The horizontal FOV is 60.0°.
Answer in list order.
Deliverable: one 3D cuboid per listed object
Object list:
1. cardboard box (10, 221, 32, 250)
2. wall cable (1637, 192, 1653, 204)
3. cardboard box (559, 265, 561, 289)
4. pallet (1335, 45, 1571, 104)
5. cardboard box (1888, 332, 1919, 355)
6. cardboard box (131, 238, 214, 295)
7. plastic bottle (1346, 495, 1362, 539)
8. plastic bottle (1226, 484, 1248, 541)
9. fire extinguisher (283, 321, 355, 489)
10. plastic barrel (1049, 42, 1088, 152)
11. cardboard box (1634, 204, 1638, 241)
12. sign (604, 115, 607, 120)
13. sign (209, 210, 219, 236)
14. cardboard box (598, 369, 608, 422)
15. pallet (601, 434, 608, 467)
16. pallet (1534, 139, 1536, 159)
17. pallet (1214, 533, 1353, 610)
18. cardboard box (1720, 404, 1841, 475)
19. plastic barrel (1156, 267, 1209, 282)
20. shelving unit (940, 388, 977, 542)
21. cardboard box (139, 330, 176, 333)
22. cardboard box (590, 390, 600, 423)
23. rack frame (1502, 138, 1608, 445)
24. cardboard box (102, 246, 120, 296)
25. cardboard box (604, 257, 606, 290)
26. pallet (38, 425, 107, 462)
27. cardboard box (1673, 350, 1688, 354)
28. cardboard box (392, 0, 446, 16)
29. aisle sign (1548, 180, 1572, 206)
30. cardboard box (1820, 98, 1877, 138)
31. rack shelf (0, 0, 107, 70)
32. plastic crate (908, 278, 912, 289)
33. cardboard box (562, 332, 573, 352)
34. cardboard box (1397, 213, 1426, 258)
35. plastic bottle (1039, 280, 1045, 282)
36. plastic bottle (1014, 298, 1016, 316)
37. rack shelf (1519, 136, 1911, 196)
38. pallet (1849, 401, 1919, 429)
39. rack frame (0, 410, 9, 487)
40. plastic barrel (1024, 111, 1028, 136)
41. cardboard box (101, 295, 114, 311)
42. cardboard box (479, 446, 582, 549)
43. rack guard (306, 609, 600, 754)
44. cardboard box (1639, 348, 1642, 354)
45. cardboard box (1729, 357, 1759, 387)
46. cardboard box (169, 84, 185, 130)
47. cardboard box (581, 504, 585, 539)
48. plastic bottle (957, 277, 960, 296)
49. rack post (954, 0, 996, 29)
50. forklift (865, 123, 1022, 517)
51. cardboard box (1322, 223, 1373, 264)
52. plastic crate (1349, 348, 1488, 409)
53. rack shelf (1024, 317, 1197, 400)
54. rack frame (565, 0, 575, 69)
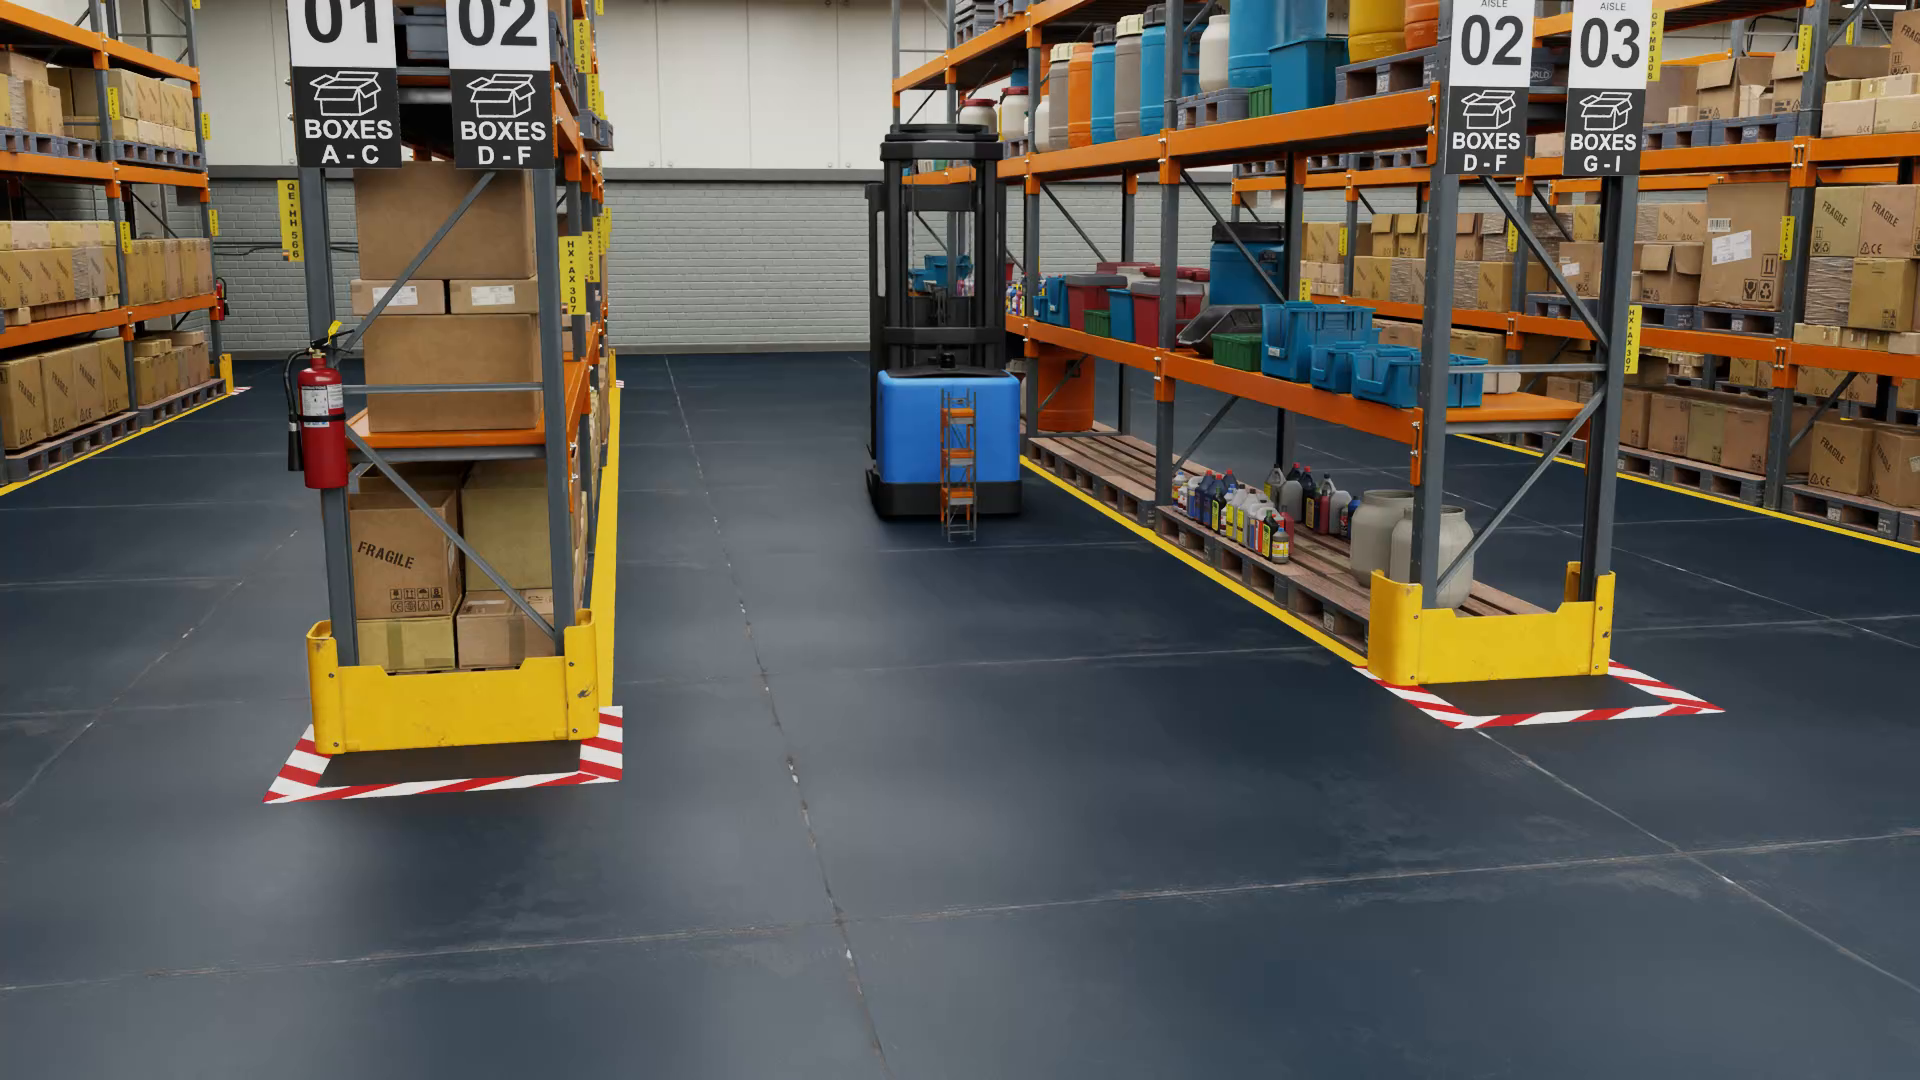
[{"bbox_3d":[-8.531,-2.681,14.639,0.500,0.250,0.500,-2,11,-12],"label":"cardboard box"},{"bbox_3d":[13.031,-5.832,31.516,0.585,1.953,0.123,-2,11,-11],"label":"wall cable"},{"bbox_3d":[-2.495,-1.503,9.567,0.380,0.149,0.250,-2,11,-11],"label":"cardboard box"},{"bbox_3d":[2.619,-2.346,8.481,1.003,0.211,1.213,-2,11,-11],"label":"pallet"},{"bbox_3d":[6.689,-1.365,11.520,0.380,0.149,0.250,-2,11,-11],"label":"cardboard box"},{"bbox_3d":[-10.037,-3.438,20.935,0.980,0.700,0.700,-2,11,-8],"label":"cardboard box"},{"bbox_3d":[2.511,-0.148,10.570,0.097,0.271,0.097,0,11,0],"label":"plastic bottle"},{"bbox_3d":[1.775,-0.182,10.540,0.144,0.351,0.185,-2,11,-11],"label":"plastic bottle"},{"bbox_3d":[-2.608,-0.554,6.789,0.296,0.674,0.183,-2,11,-11],"label":"fire extinguisher"},{"bbox_3d":[1.075,-3.838,14.476,0.600,0.901,0.600,0,11,0],"label":"plastic barrel"},{"bbox_3d":[9.428,-4.399,23.047,0.500,0.500,0.500,-2,11,-13],"label":"cardboard box"},{"bbox_3d":[-4.739,-5.490,22.126,0.100,0.325,0.005,-2,11,-11],"label":"sign"},{"bbox_3d":[-9.611,-4.086,21.412,0.100,0.325,0.005,-2,11,-11],"label":"sign"},{"bbox_3d":[-3.847,-1.463,16.869,0.500,0.500,0.500,-3,11,-13],"label":"cardboard box"},{"bbox_3d":[-3.840,-0.866,15.681,1.003,0.211,1.213,-2,11,-11],"label":"pallet"},{"bbox_3d":[5.809,-3.954,16.930,1.213,0.211,1.003,-2,11,-8],"label":"pallet"},{"bbox_3d":[2.236,0.176,10.209,1.003,0.211,1.213,-2,11,-11],"label":"pallet"},{"bbox_3d":[6.666,-0.825,13.517,0.700,0.500,0.500,-3,11,-15],"label":"cardboard box"},{"bbox_3d":[1.792,-1.928,13.440,0.433,0.535,0.433,0,11,0],"label":"plastic barrel"},{"bbox_3d":[-0.010,-0.526,11.650,0.215,1.050,0.252,-2,11,-11],"label":"shelving unit"},{"bbox_3d":[-10.132,-2.572,21.013,0.380,0.149,0.250,-2,11,-11],"label":"cardboard box"},{"bbox_3d":[-3.388,-1.141,14.401,0.500,0.311,0.500,-2,11,-10],"label":"cardboard box"},{"bbox_3d":[5.986,-2.457,16.583,1.000,3.000,0.127,-2,11,-11],"label":"rack frame"},{"bbox_3d":[-9.031,-2.780,17.162,0.500,0.500,0.500,-2,11,-12],"label":"cardboard box"},{"bbox_3d":[-4.640,-3.262,20.547,0.500,0.500,0.500,-2,11,-12],"label":"cardboard box"},{"bbox_3d":[-8.903,-0.917,15.951,1.003,0.211,1.213,-2,11,-11],"label":"pallet"},{"bbox_3d":[9.680,-2.552,21.991,0.380,0.149,0.250,-2,11,-10],"label":"cardboard box"},{"bbox_3d":[-2.283,-2.535,7.197,0.797,0.503,0.637,-1,11,-7],"label":"cardboard box"},{"bbox_3d":[9.007,-5.366,24.912,0.394,0.787,0.004,-2,11,-11],"label":"aisle sign"},{"bbox_3d":[6.600,-3.031,11.979,0.500,0.250,0.500,-3,11,-13],"label":"cardboard box"},{"bbox_3d":[-8.979,-4.681,15.214,1.077,0.370,4.000,-2,11,-11],"label":"rack shelf"},{"bbox_3d":[-0.590,-3.400,22.085,0.250,0.136,0.298,-2,11,-11],"label":"plastic crate"},{"bbox_3d":[-2.926,-1.410,11.755,0.380,0.149,0.250,-2,11,-11],"label":"cardboard box"},{"bbox_3d":[5.463,-3.489,19.056,0.797,0.503,0.637,-2,11,-10],"label":"cardboard box"},{"bbox_3d":[0.913,-2.729,18.346,0.152,0.276,0.135,-2,11,-11],"label":"plastic bottle"},{"bbox_3d":[0.581,-2.302,16.300,0.097,0.201,0.097,0,11,0],"label":"plastic bottle"},{"bbox_3d":[6.375,-3.210,14.442,1.077,0.370,4.000,-2,11,-11],"label":"rack shelf"},{"bbox_3d":[10.720,-1.392,18.447,1.003,0.211,1.213,-2,11,-11],"label":"pallet"},{"bbox_3d":[-8.590,-1.917,13.743,1.000,3.000,0.127,-2,11,-11],"label":"rack frame"},{"bbox_3d":[0.775,-4.080,16.335,0.301,0.262,0.301,0,11,0],"label":"plastic barrel"},{"bbox_3d":[-8.952,-2.439,17.109,0.380,0.149,0.250,-2,11,-10],"label":"cardboard box"},{"bbox_3d":[-2.351,-0.236,9.138,0.500,0.500,0.500,-2,11,-11],"label":"cardboard box"},{"bbox_3d":[-2.171,0.602,7.195,1.175,0.500,0.348,-2,11,-11],"label":"rack guard"},{"bbox_3d":[9.532,-2.594,23.007,0.380,0.149,0.250,-3,11,-14],"label":"cardboard box"},{"bbox_3d":[9.977,-2.186,20.719,0.500,0.500,0.500,-2,11,-9],"label":"cardboard box"},{"bbox_3d":[-9.649,-5.191,19.930,0.500,0.500,0.500,-2,11,-9],"label":"cardboard box"},{"bbox_3d":[-2.562,-0.050,10.168,0.500,0.250,0.500,-2,11,-11],"label":"cardboard box"},{"bbox_3d":[0.003,-2.870,19.067,0.061,0.283,0.133,-2,11,-11],"label":"plastic bottle"},{"bbox_3d":[0.483,-5.765,18.119,0.937,0.300,0.954,-2,11,-12],"label":"rack post"},{"bbox_3d":[-0.203,-1.840,13.522,1.130,2.935,3.031,-1,11,-6],"label":"forklift"},{"bbox_3d":[4.856,-3.706,20.745,0.500,0.500,0.500,-2,11,-9],"label":"cardboard box"},{"bbox_3d":[2.293,-0.817,8.366,0.499,0.251,0.616,-2,11,-11],"label":"plastic crate"},{"bbox_3d":[1.517,-1.557,13.776,1.077,0.370,4.000,-2,11,-11],"label":"rack shelf"},{"bbox_3d":[-2.954,-4.311,10.278,1.000,3.000,0.127,-2,11,-11],"label":"rack frame"}]
